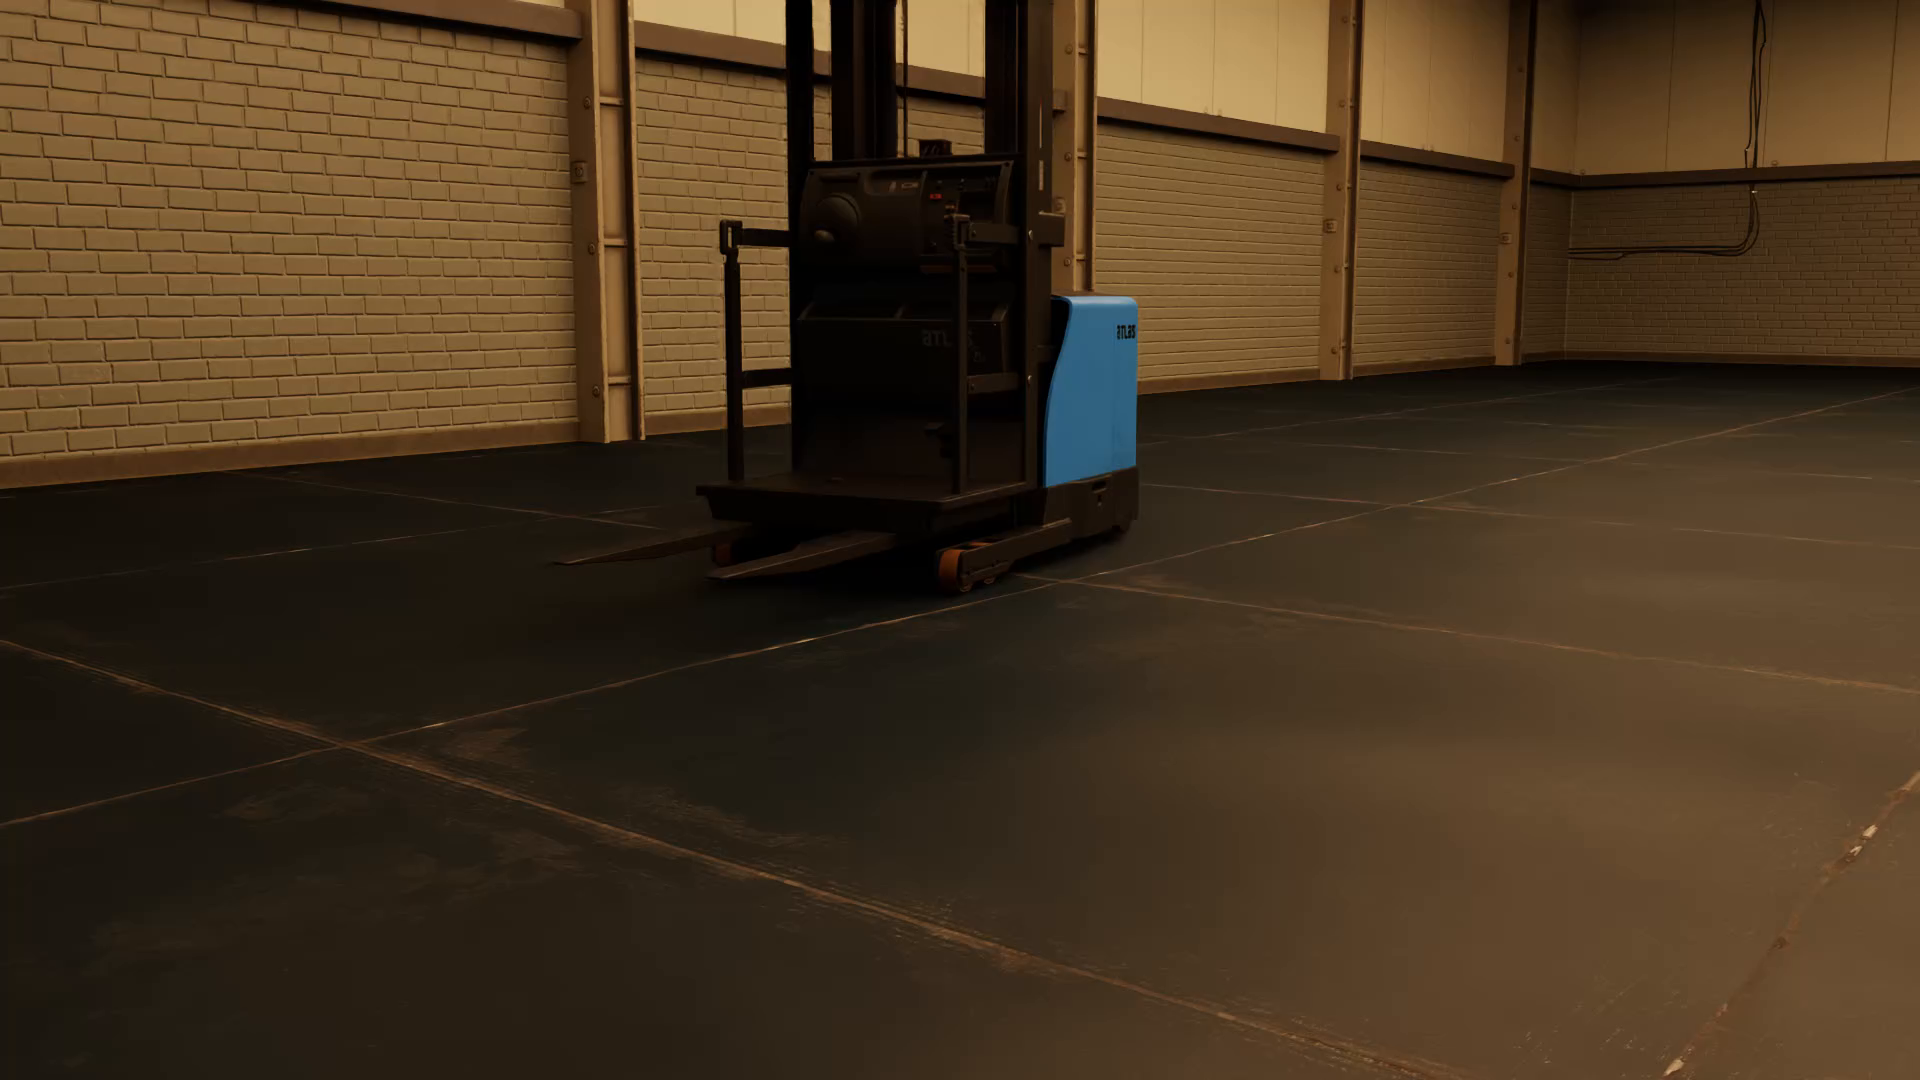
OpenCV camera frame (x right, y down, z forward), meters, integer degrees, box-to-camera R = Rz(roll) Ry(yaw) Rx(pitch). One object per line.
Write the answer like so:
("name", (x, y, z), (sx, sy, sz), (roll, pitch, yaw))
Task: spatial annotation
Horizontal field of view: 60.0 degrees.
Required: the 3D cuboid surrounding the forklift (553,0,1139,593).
("forklift", (-0.318, -1.329, 6.367), (1.130, 2.935, 3.031), (4, 9, 27))
